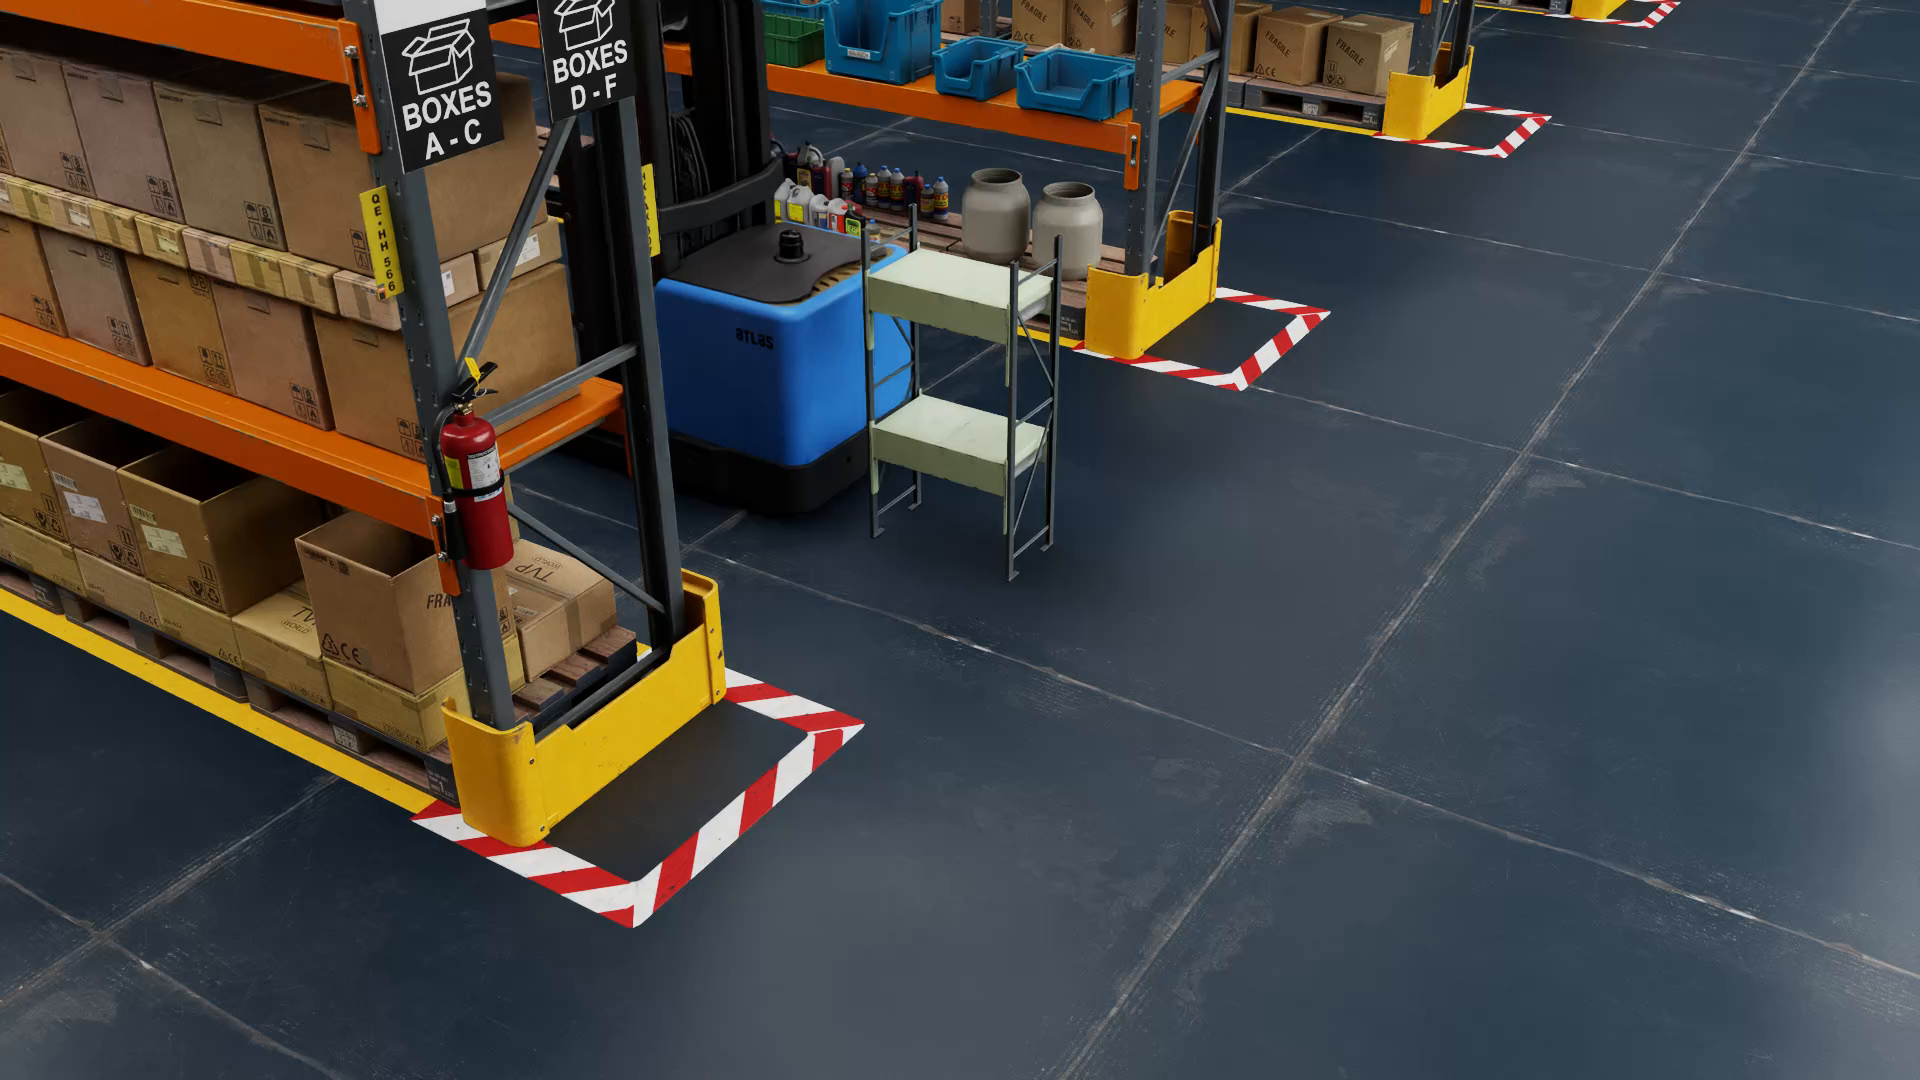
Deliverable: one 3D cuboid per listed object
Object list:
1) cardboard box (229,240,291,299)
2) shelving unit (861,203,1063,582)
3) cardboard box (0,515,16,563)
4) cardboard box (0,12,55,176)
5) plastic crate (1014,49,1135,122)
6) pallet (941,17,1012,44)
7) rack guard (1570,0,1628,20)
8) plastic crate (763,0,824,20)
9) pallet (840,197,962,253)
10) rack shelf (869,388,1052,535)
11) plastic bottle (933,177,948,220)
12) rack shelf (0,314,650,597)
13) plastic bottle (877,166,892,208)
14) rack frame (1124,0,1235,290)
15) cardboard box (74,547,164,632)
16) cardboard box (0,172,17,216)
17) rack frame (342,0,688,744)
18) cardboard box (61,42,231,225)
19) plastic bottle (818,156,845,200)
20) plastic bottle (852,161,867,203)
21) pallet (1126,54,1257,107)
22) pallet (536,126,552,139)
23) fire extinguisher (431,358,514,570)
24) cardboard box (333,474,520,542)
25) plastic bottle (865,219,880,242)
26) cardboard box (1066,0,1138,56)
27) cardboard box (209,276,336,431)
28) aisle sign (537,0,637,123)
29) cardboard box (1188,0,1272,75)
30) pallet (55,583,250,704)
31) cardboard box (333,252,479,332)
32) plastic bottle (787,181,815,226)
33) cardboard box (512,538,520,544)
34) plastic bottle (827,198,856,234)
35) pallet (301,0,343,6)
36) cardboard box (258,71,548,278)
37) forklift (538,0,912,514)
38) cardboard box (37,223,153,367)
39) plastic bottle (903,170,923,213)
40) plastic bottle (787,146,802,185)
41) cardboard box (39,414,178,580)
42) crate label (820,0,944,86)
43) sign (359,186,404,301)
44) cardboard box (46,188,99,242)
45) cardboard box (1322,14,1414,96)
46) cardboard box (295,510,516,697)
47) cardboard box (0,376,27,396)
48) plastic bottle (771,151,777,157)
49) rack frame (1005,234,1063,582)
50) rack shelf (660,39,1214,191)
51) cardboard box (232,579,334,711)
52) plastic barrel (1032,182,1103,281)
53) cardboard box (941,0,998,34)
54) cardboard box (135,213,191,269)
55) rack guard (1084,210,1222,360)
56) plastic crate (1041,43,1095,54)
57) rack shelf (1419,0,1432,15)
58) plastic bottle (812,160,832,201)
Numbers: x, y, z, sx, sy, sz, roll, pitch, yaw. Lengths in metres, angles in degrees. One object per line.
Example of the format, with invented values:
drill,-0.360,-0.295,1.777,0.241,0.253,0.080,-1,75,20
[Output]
cardboard box,-2.256,-0.978,5.707,0.250,0.149,0.380,17,34,27
shelving unit,0.006,-0.646,7.369,0.755,1.500,0.431,18,35,27
cardboard box,-4.128,-0.172,7.379,0.500,0.250,0.500,18,35,27
cardboard box,-3.549,-1.786,6.447,0.500,0.500,0.700,18,35,27
plastic crate,0.661,-2.551,9.294,0.616,0.251,0.499,18,35,27
pallet,-0.171,-4.798,15.765,1.213,0.211,1.003,18,35,27
rack guard,6.620,-5.727,17.070,0.348,0.500,1.175,18,35,27
plastic crate,-1.062,-3.436,10.810,0.616,0.251,0.499,18,35,27
pallet,-0.560,-1.952,10.887,1.213,0.211,1.003,18,35,27
rack shelf,0.006,-0.364,7.533,0.720,0.370,0.431,18,35,27
plastic bottle,-0.126,-2.239,10.883,0.097,0.271,0.097,0,30,0
rack shelf,-3.086,-0.721,6.723,4.000,0.370,1.077,18,35,27
plastic bottle,-0.501,-2.358,11.086,0.097,0.271,0.097,0,30,0
rack frame,1.244,-2.609,9.246,0.127,3.000,1.000,18,35,27
cardboard box,-3.281,0.096,6.921,0.500,0.250,0.500,18,35,27
cardboard box,-3.562,-1.393,6.418,0.250,0.149,0.380,16,34,26
rack frame,-1.392,-0.496,5.623,0.127,3.000,1.000,18,35,27
cardboard box,-2.702,-1.518,5.988,0.500,0.500,0.700,18,35,28
plastic bottle,-0.873,-2.462,11.259,0.135,0.276,0.152,18,35,28
plastic bottle,-0.673,-2.412,11.179,0.097,0.271,0.097,0,30,0
pallet,2.114,-4.099,14.566,1.213,0.211,1.003,18,35,27
pallet,-3.867,-2.996,12.677,1.213,0.211,1.003,18,35,27
fire extinguisher,-1.539,-0.233,5.249,0.183,0.674,0.296,18,35,27
cardboard box,-2.153,-0.185,6.659,0.500,0.500,0.500,18,35,27
plastic bottle,-0.544,-1.895,10.362,0.097,0.201,0.097,0,30,0
cardboard box,1.296,-4.622,14.759,0.500,0.500,0.500,-23,37,-33
cardboard box,-2.228,-0.808,6.060,0.500,0.500,0.700,19,35,29
aisle sign,-1.174,-1.732,5.162,0.004,0.787,0.394,18,35,27
cardboard box,2.313,-4.320,14.243,0.500,0.500,0.500,21,36,32
pallet,-3.092,0.194,7.208,1.213,0.211,1.003,18,35,27
cardboard box,-1.817,-0.840,5.471,0.250,0.149,0.380,17,34,27
plastic bottle,-1.003,-2.119,10.597,0.185,0.351,0.144,19,35,29
cardboard box,-2.154,0.139,6.846,0.500,0.250,0.500,18,35,27
plastic bottle,-0.743,-2.007,10.479,0.135,0.276,0.152,18,35,28
pallet,-1.977,-1.954,5.233,1.213,0.211,1.003,18,35,27
cardboard box,-1.826,-1.244,5.519,0.500,0.500,0.700,18,35,28
forklift,-1.738,-1.941,8.168,3.031,2.935,1.130,18,35,27
cardboard box,-3.094,-1.083,6.531,0.500,0.500,0.700,19,35,29
plastic bottle,-0.308,-2.313,10.997,0.133,0.283,0.061,18,35,28
plastic bottle,-1.122,-2.571,11.439,0.133,0.283,0.061,20,36,31
cardboard box,-3.282,-0.226,6.729,0.500,0.500,0.500,18,35,27
crate label,-0.459,-3.002,9.884,0.616,0.435,0.502,18,35,27
sign,-1.693,-0.871,4.881,0.005,0.325,0.100,18,35,27
cardboard box,-3.132,-1.255,6.182,0.250,0.149,0.380,17,34,27
cardboard box,3.357,-3.999,13.692,0.500,0.500,0.500,25,39,36
cardboard box,-2.005,0.170,6.050,0.500,0.500,0.500,18,35,27
cardboard box,-4.126,-0.497,7.192,0.500,0.500,0.500,18,35,27
plastic bottle,-1.340,-2.523,11.365,0.135,0.276,0.152,18,35,27
rack frame,0.316,-0.548,7.201,0.023,1.500,0.400,18,35,27
rack shelf,-0.450,-2.834,10.345,4.000,0.370,1.077,18,35,27
cardboard box,-2.434,0.364,6.461,0.500,0.250,0.500,18,35,27
plastic barrel,0.646,-1.860,10.013,0.421,0.512,0.421,0,30,0
cardboard box,-0.019,-5.079,15.523,0.500,0.500,0.700,15,33,24
cardboard box,-2.691,-1.117,5.945,0.250,0.149,0.380,19,35,29
rack guard,1.155,-1.530,9.876,0.348,0.500,1.175,18,35,27
plastic crate,0.657,-2.872,9.958,0.250,0.136,0.298,18,35,27
rack shelf,2.183,-4.948,13.969,4.000,0.370,1.077,18,35,27
plastic bottle,-0.930,-2.419,11.179,0.133,0.283,0.061,18,35,27
